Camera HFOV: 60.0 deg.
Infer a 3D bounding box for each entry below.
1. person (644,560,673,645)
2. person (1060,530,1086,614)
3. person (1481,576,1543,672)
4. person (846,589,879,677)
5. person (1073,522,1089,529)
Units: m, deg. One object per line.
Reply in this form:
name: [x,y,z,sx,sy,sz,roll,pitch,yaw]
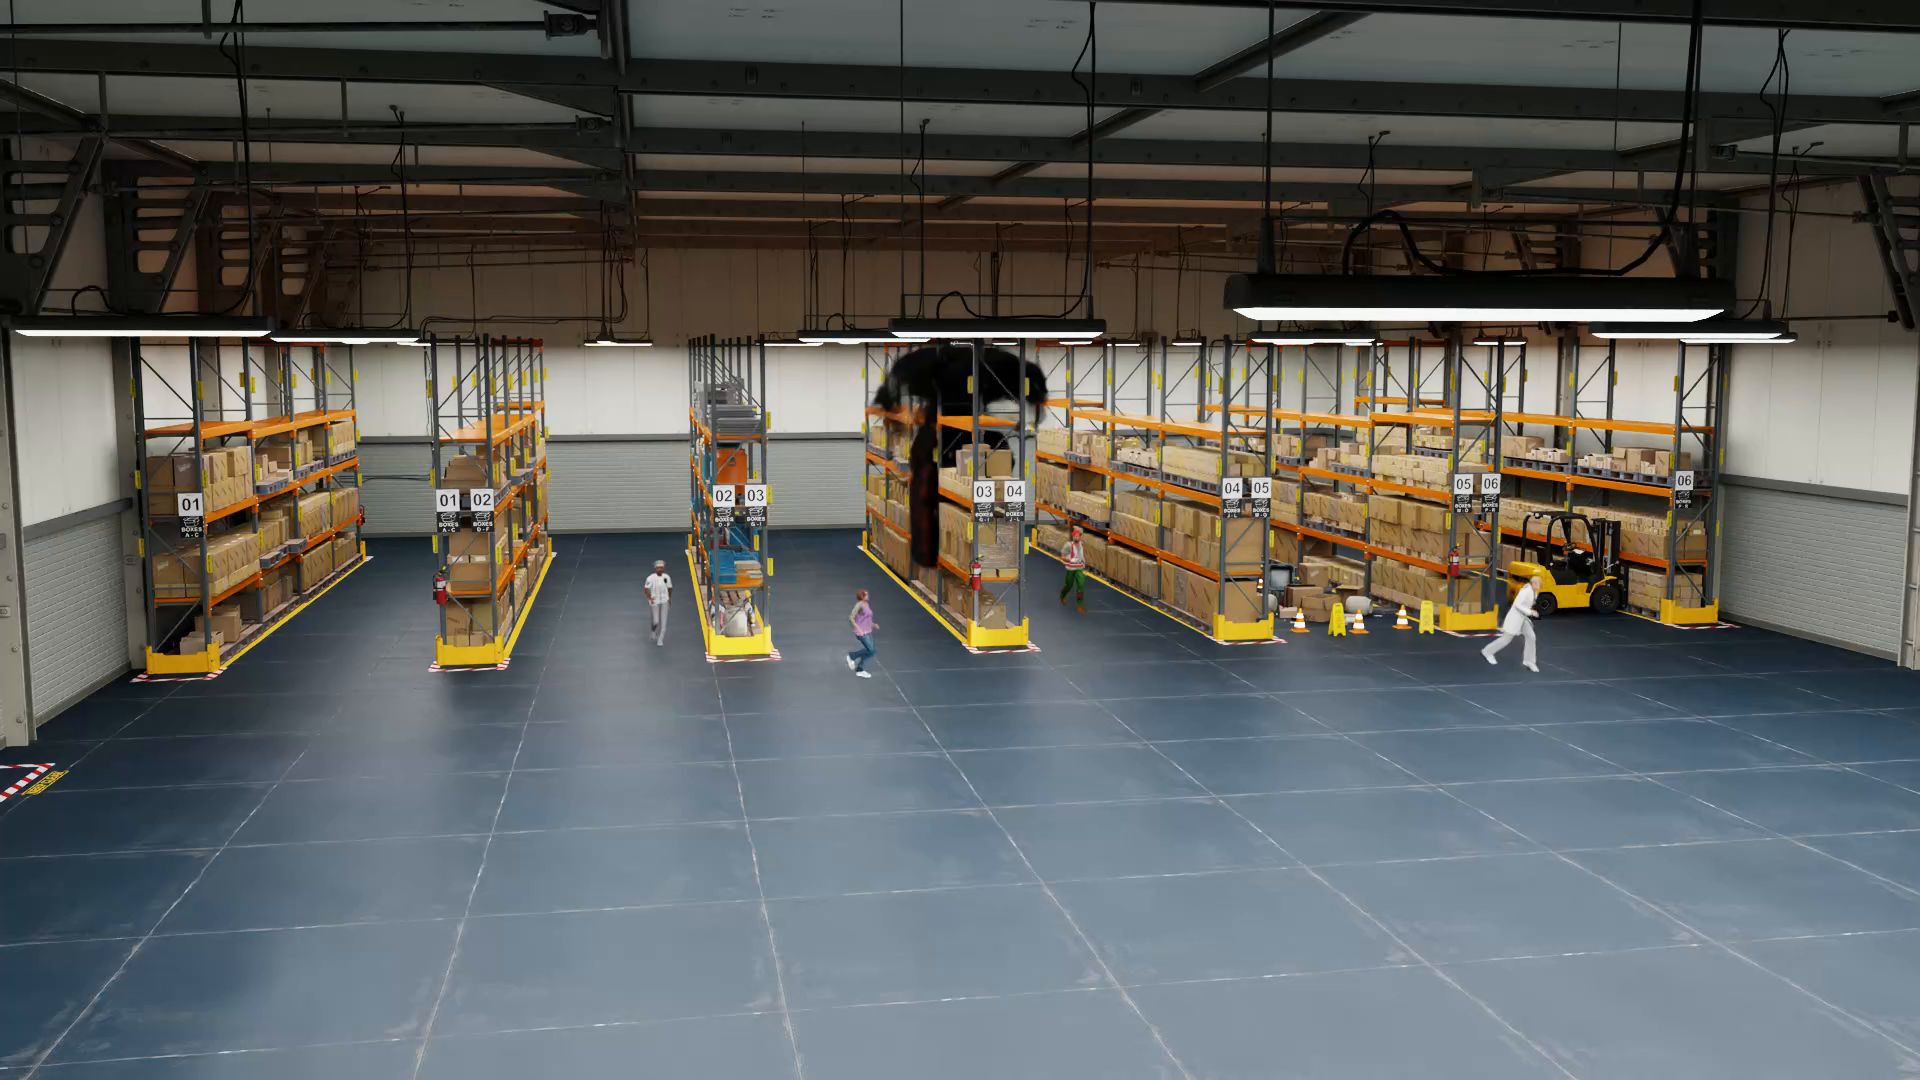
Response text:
person: [-5.830,1.209,32.268,0.555,1.654,0.549,-2,7,-20]
person: [2.491,0.658,36.483,0.687,1.799,1.033,-3,7,-27]
person: [9.935,1.486,29.884,1.083,1.742,0.754,4,8,34]
person: [-1.702,1.630,29.119,0.545,1.558,0.545,2,7,18]
person: [3.607,-0.734,49.514,0.644,1.638,0.676,5,8,36]
